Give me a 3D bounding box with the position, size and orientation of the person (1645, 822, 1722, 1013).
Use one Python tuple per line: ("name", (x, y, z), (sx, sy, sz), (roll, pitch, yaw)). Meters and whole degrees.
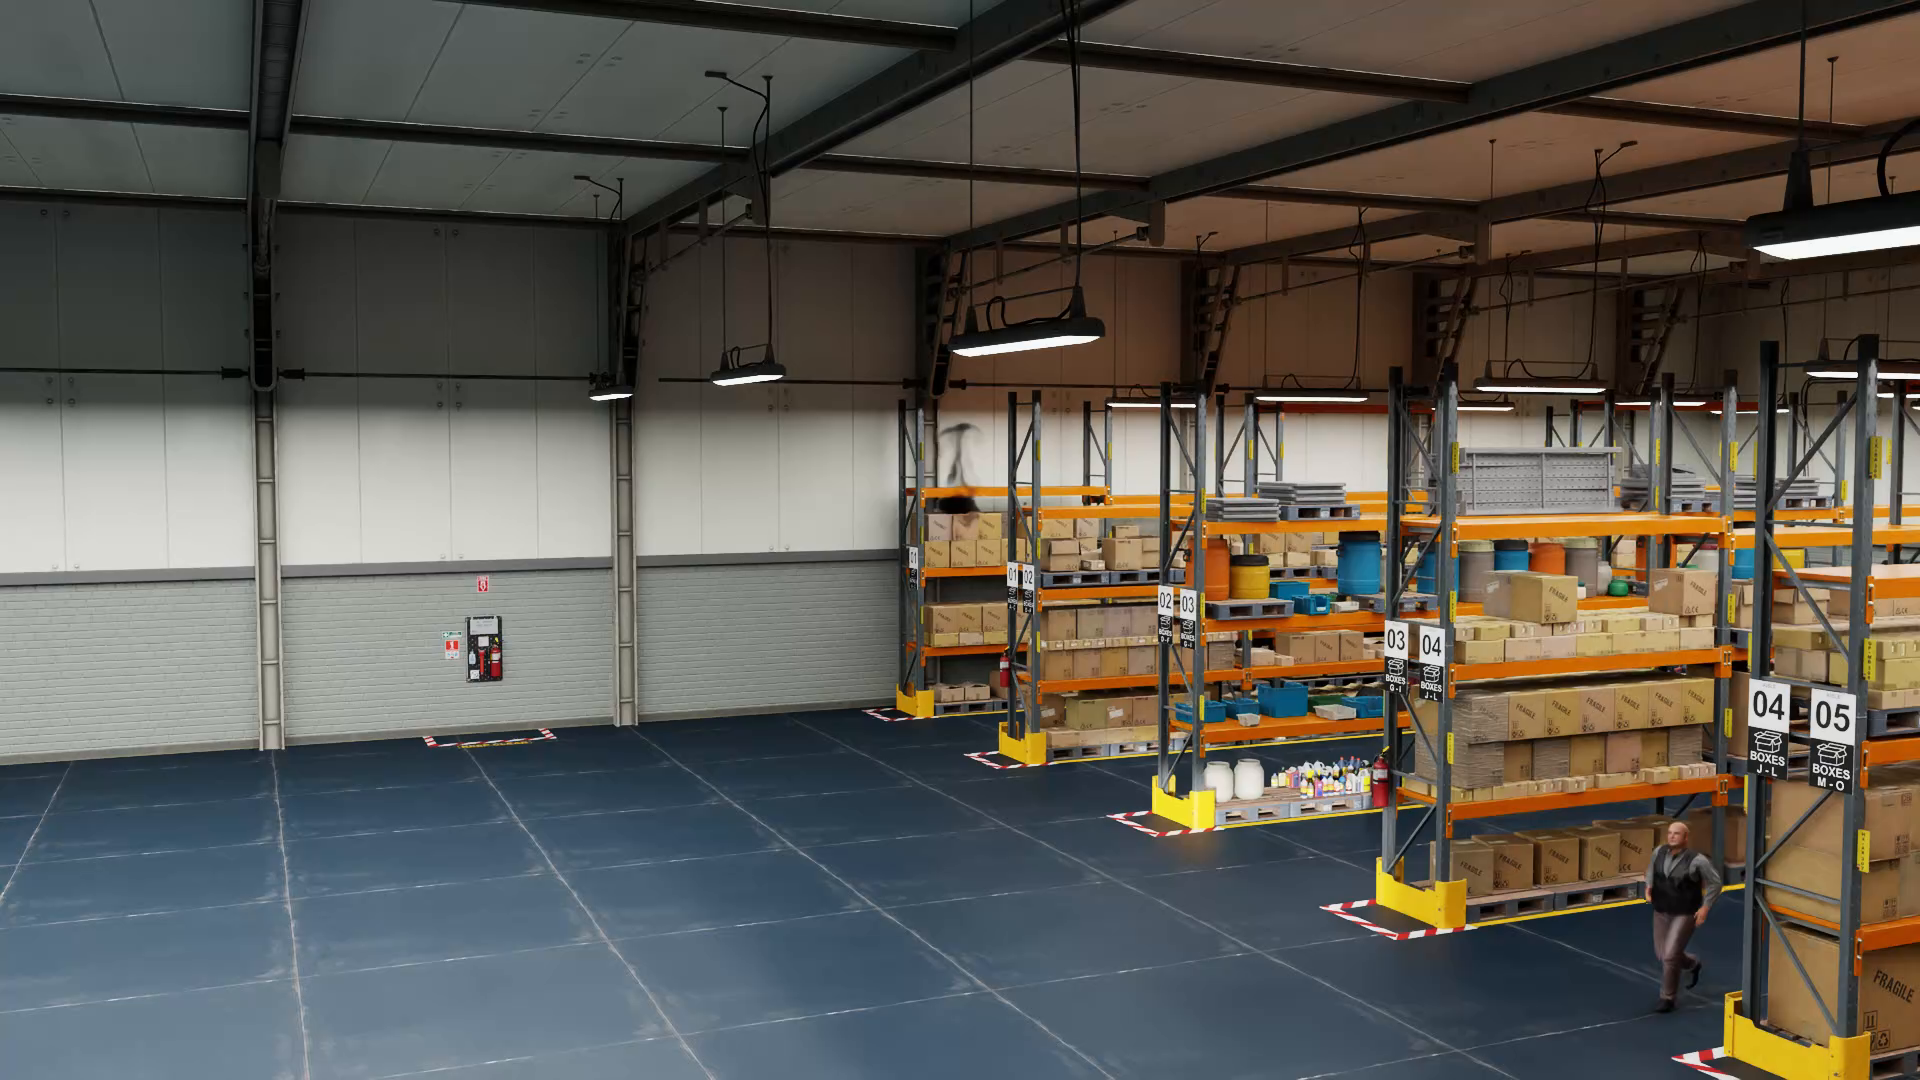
("person", (6.595, 3.435, 15.265), (0.753, 1.716, 0.697), (-2, 4, -32))
